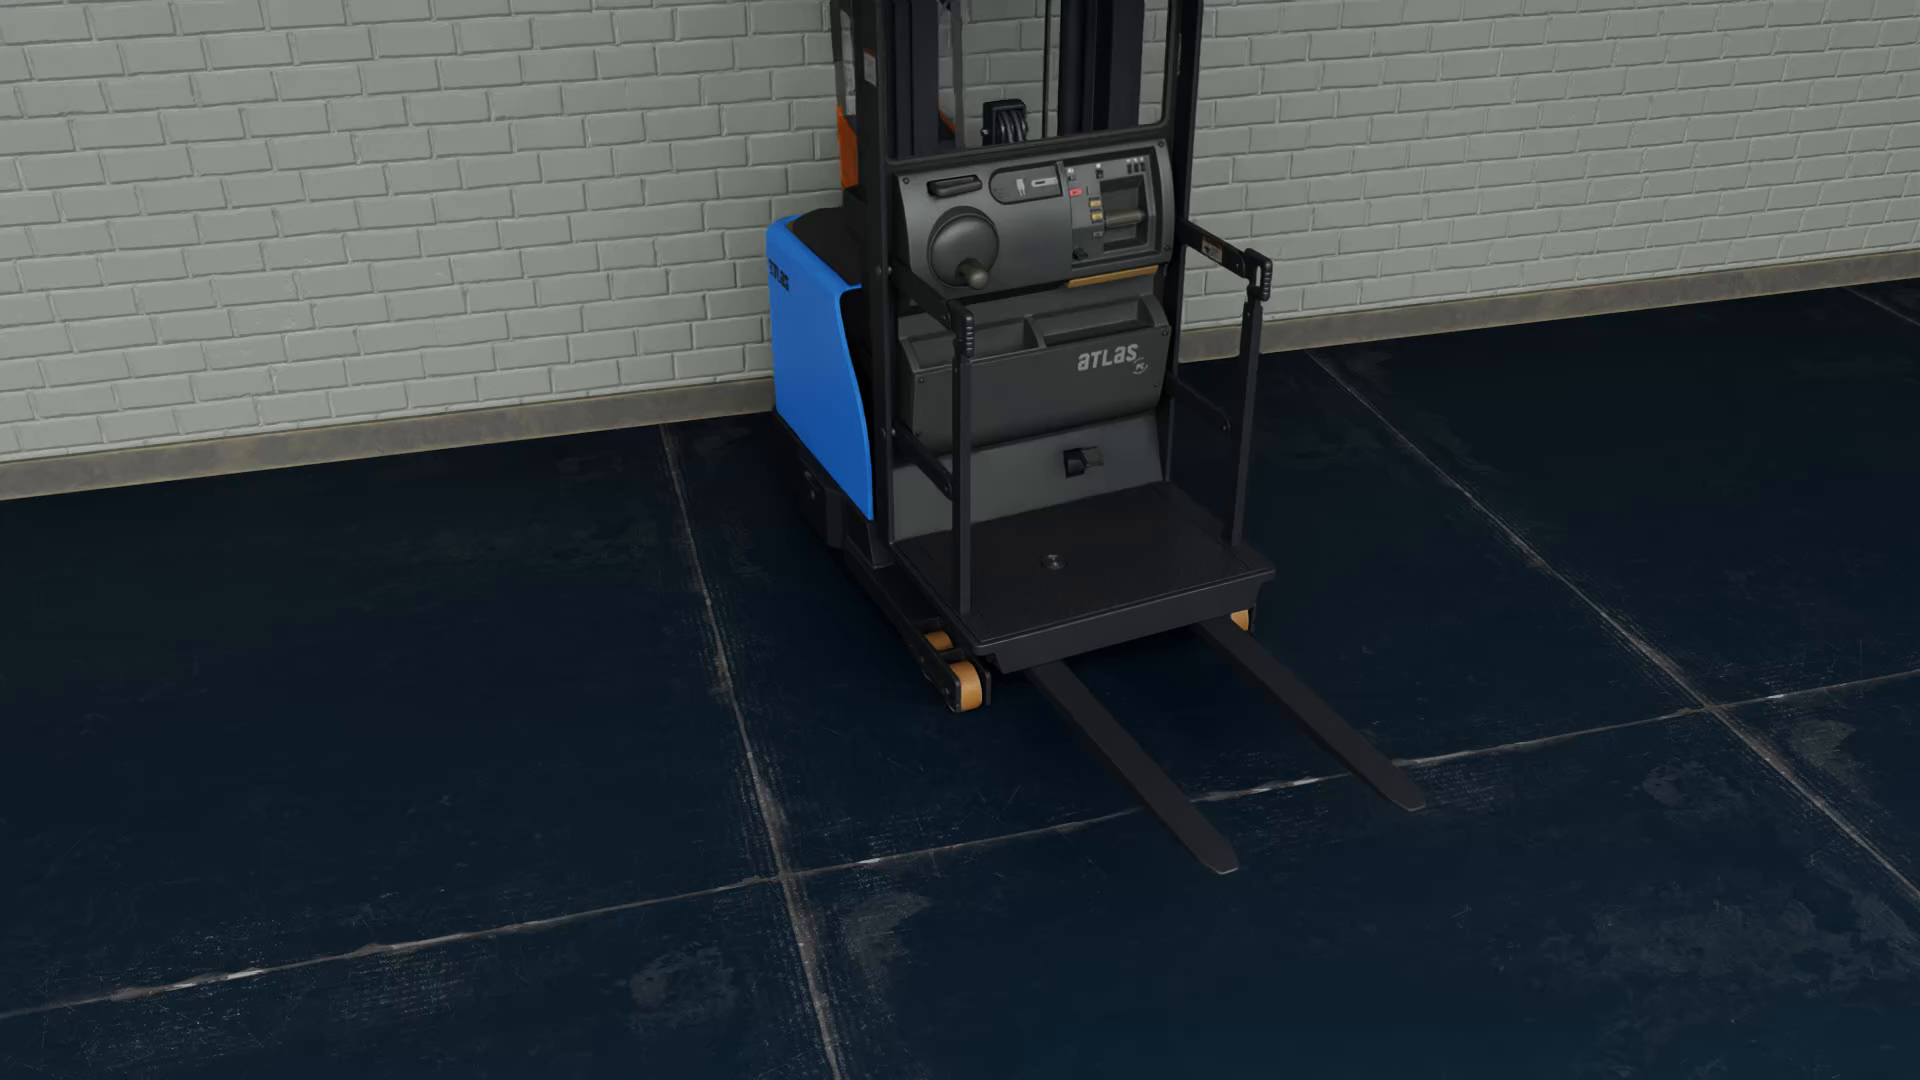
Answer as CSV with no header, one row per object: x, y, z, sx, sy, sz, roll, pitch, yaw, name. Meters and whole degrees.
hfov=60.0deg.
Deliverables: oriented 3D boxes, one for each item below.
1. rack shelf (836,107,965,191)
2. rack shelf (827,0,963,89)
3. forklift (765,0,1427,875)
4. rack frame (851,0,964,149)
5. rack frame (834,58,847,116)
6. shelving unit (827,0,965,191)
-0.231,-1.427,6.632,0.431,0.518,0.480,-9,31,-11,rack shelf
-0.254,-2.030,6.277,0.431,0.518,0.480,-9,31,-11,rack shelf
0.340,-0.967,4.995,1.130,2.935,3.031,-13,33,-21,forklift
-0.175,-1.320,6.419,0.400,2.100,0.015,-9,31,-11,rack frame
-0.288,-1.558,6.830,0.400,2.100,0.015,-9,31,-11,rack frame
-0.231,-1.439,6.625,0.431,2.100,0.503,-9,31,-11,shelving unit
